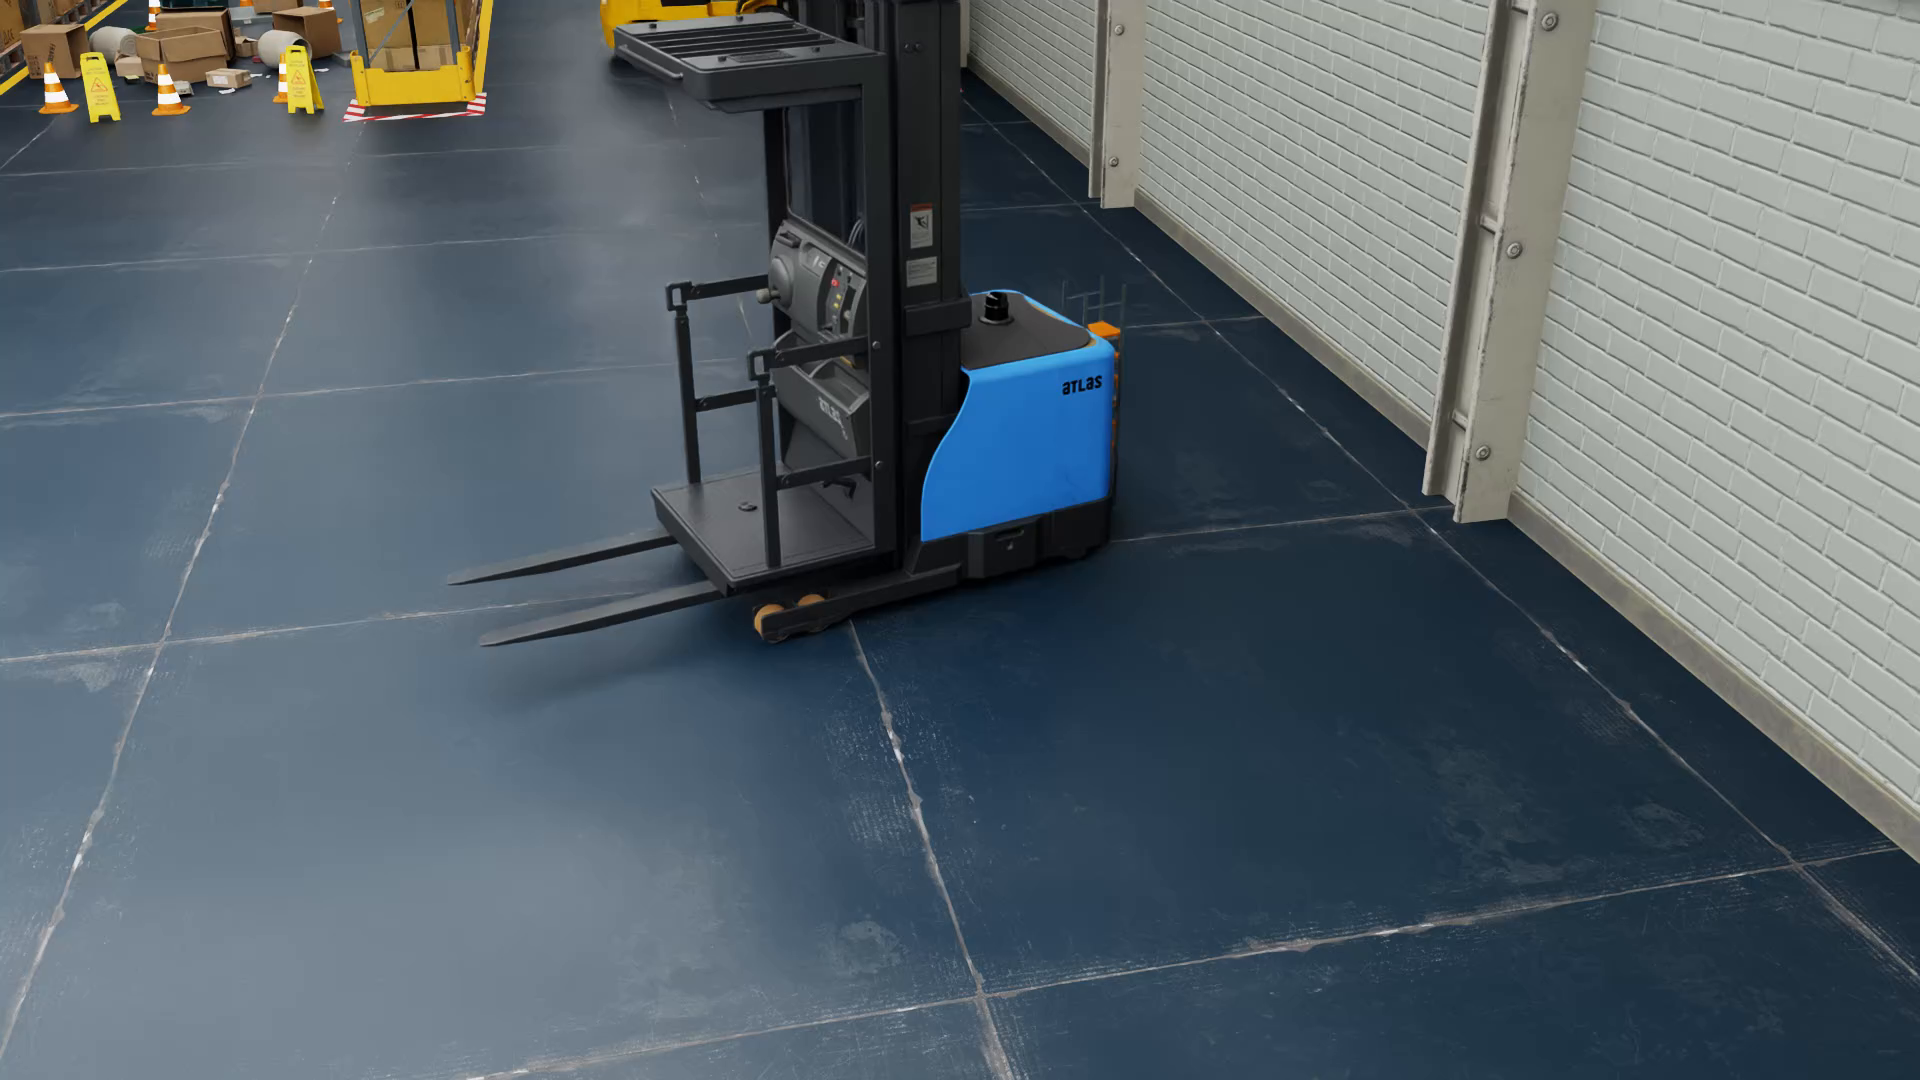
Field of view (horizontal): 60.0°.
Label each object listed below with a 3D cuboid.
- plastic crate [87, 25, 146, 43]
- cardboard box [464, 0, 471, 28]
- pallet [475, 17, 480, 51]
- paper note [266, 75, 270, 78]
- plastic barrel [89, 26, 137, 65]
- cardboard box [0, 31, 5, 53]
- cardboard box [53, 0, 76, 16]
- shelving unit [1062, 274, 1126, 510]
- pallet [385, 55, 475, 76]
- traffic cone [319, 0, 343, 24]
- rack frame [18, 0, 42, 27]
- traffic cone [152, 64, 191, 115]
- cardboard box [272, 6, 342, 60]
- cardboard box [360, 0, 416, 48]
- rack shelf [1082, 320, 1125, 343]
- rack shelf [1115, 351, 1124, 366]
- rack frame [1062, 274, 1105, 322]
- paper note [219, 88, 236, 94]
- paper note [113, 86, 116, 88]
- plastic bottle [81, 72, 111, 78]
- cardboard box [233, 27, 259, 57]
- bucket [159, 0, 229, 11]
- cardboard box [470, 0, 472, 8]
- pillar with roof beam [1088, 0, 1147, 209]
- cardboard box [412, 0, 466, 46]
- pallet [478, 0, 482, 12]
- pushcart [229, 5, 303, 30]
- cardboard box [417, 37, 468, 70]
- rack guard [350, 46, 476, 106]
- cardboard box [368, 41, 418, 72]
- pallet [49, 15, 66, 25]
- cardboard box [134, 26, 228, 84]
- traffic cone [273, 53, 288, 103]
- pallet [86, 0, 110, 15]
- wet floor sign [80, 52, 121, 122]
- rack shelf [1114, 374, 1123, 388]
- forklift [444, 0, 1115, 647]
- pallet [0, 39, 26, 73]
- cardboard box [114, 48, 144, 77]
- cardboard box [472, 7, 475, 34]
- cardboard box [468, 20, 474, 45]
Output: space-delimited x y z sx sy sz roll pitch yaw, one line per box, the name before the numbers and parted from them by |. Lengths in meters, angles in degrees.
plastic crate | -10.022 -5.927 19.720 0.450 0.188 0.662 -2 25 20
cardboard box | -5.782 -6.028 18.617 0.500 0.500 0.500 -5 27 -11
pallet | -6.352 -6.111 20.122 1.003 0.211 1.213 -6 27 -12
paper note | -7.656 -5.132 18.406 0.032 0.001 0.123 -6 27 -12
plastic barrel | -9.588 -5.607 18.890 0.512 0.421 0.421 13 30 24
cardboard box | -11.057 -5.660 18.027 0.875 0.875 0.875 -6 27 -11
cardboard box | -11.779 -6.970 20.761 1.050 0.750 0.750 -6 27 -12
shelving unit | 0.652 -0.707 8.318 0.258 1.200 0.189 -14 30 -26
pallet | -5.802 -5.039 18.000 1.003 0.211 1.213 -6 27 -12
traffic cone | -8.181 -6.916 21.439 0.336 0.463 0.334 -6 27 -12
rack frame | -11.338 -7.100 18.987 1.000 3.000 0.127 -6 27 -12
traffic cone | -7.995 -4.554 16.759 0.336 0.463 0.334 -6 27 -12
cardboard box | -7.622 -5.923 19.428 0.500 0.500 0.500 13 30 24
cardboard box | -6.071 -5.511 17.592 0.500 0.500 0.500 -6 27 -11
rack shelf | 0.652 -0.988 8.176 0.258 0.103 0.180 -14 30 -26
rack shelf | 0.652 -0.881 8.230 0.258 0.103 0.180 -14 30 -26
rack frame | 0.606 -0.742 8.389 0.240 1.200 0.006 -14 30 -26
paper note | -7.789 -4.778 17.683 0.148 0.019 0.142 -16 31 -29
paper note | -9.126 -4.860 17.847 0.144 0.017 0.142 3 27 6
plastic bottle | -9.546 -5.142 18.370 0.283 0.061 0.133 -16 31 -29
cardboard box | -8.445 -5.851 19.547 0.396 0.266 0.258 19 32 32
bucket | -9.061 -6.491 19.728 0.726 0.611 0.620 3 17 6
cardboard box | -6.027 -6.486 19.524 0.500 0.500 0.500 -5 27 -11
pillar with roof beam | -2.922 -6.401 10.944 9.100 9.000 0.400 -6 27 -12
cardboard box | -5.555 -5.578 17.726 0.500 0.500 0.500 -7 28 -13
pallet | -6.993 -7.280 22.439 1.003 0.211 1.213 -6 27 -12
pushcart | -8.748 -6.223 20.160 1.648 0.377 0.936 -16 31 -29
cardboard box | -5.549 -5.233 17.874 0.500 0.250 0.500 -6 27 -12
rack guard | -5.654 -4.808 17.221 1.175 0.500 0.348 -6 27 -12
cardboard box | -6.086 -5.189 17.787 0.500 0.250 0.500 -6 27 -12
pallet | -11.585 -6.186 20.271 1.003 0.211 1.213 -6 27 -12
cardboard box | -8.499 -5.290 18.173 0.637 0.503 0.797 19 32 32
traffic cone | -6.990 -4.816 17.278 0.336 0.463 0.334 -6 27 -12
pallet | -12.135 -7.257 22.394 1.003 0.211 1.213 -6 27 -12
wet floor sign | -8.501 -4.481 16.412 0.267 0.644 0.232 -11 29 -20
rack shelf | 0.652 -0.774 8.284 0.258 0.103 0.180 -14 30 -26
forklift | -0.812 -1.127 7.230 3.031 2.935 1.130 -14 30 -25
pallet | -11.243 -5.513 18.938 1.003 0.211 1.213 -6 27 -12
cardboard box | -9.156 -5.312 18.479 0.396 0.266 0.258 -1 27 -3
cardboard box | -6.013 -6.142 19.675 0.500 0.250 0.500 -7 28 -13
cardboard box | -5.792 -5.696 18.792 0.500 0.250 0.500 -4 27 -8
